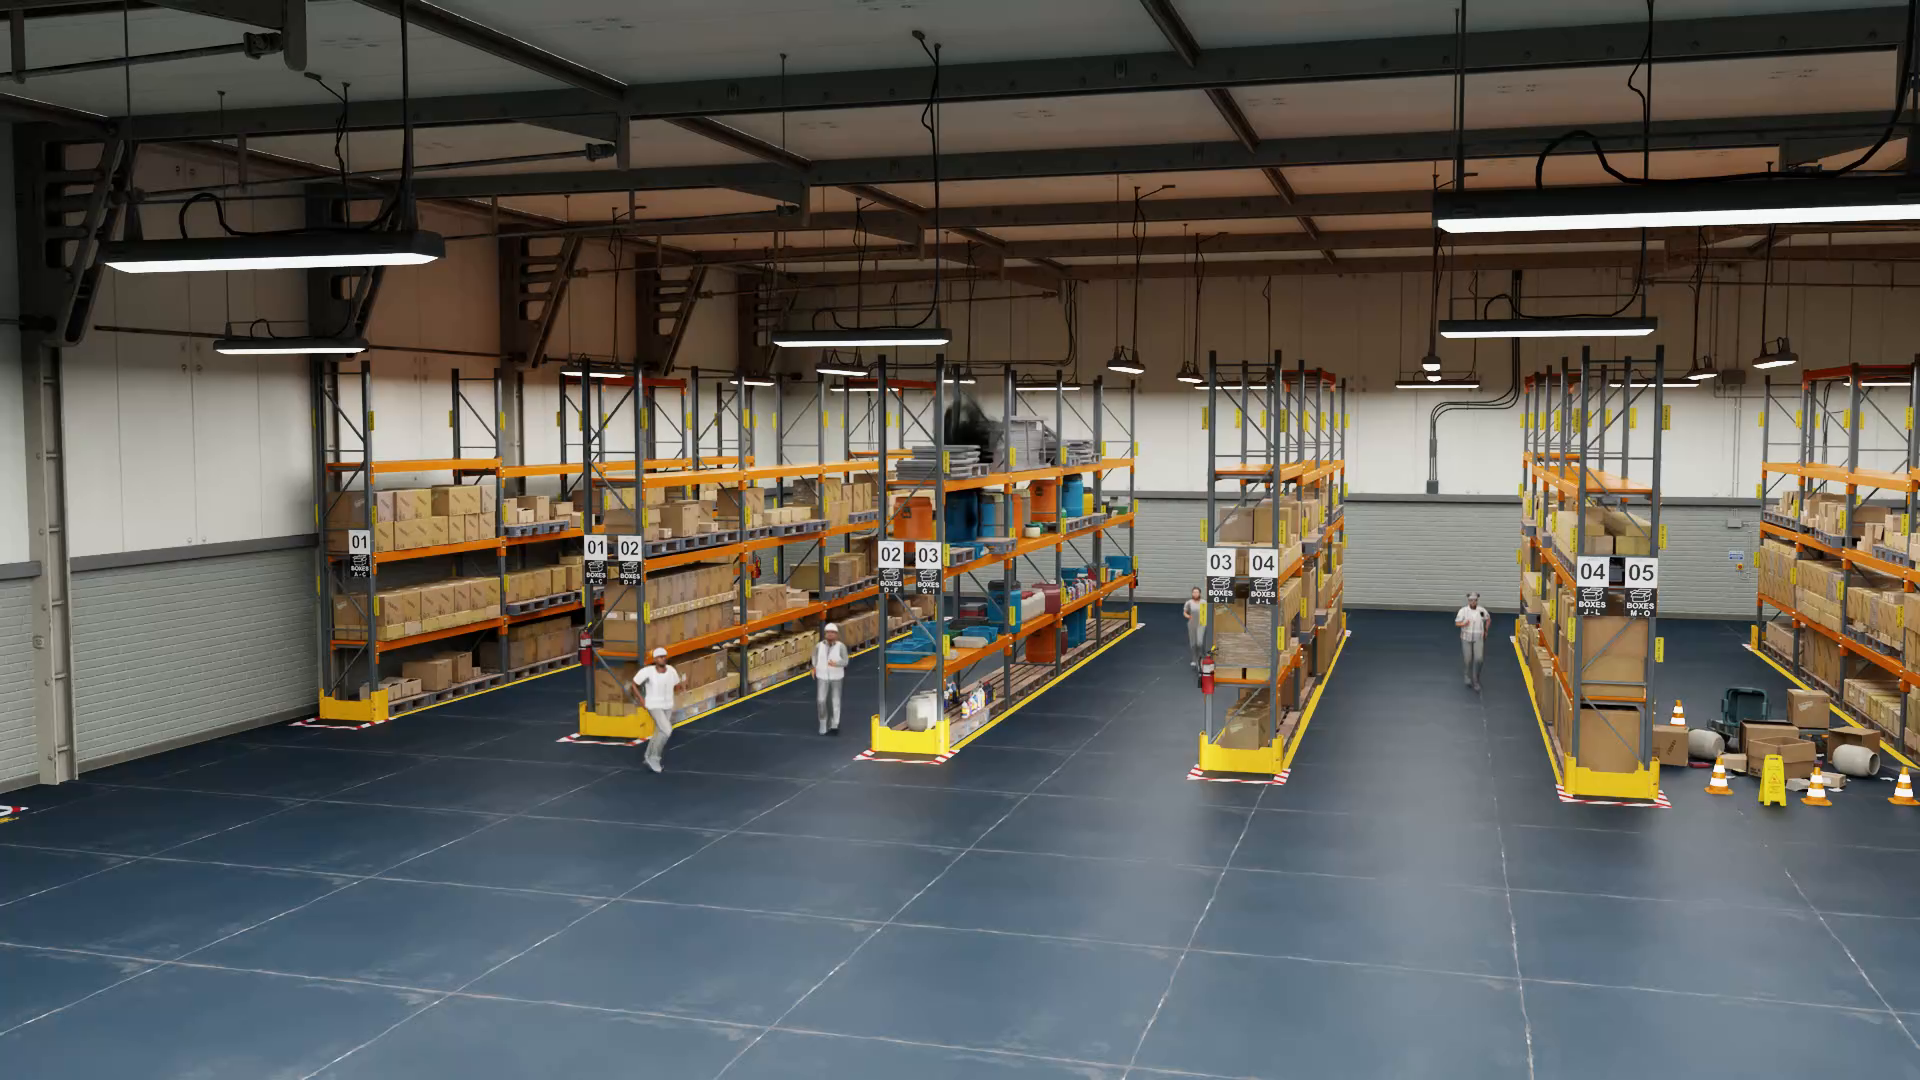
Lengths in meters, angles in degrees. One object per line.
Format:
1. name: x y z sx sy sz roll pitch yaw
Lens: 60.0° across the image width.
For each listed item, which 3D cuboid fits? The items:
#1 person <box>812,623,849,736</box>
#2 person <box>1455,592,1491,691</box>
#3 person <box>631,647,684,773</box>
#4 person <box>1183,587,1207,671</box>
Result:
1. person: -2.084 2.224 26.562 0.625 1.793 0.715 0 4 1
2. person: 9.615 1.891 31.183 0.640 1.838 0.754 1 4 16
3. person: -4.282 2.436 23.866 0.722 1.802 0.663 4 5 41
4. person: 4.781 1.795 33.481 0.580 1.719 0.715 1 4 14
